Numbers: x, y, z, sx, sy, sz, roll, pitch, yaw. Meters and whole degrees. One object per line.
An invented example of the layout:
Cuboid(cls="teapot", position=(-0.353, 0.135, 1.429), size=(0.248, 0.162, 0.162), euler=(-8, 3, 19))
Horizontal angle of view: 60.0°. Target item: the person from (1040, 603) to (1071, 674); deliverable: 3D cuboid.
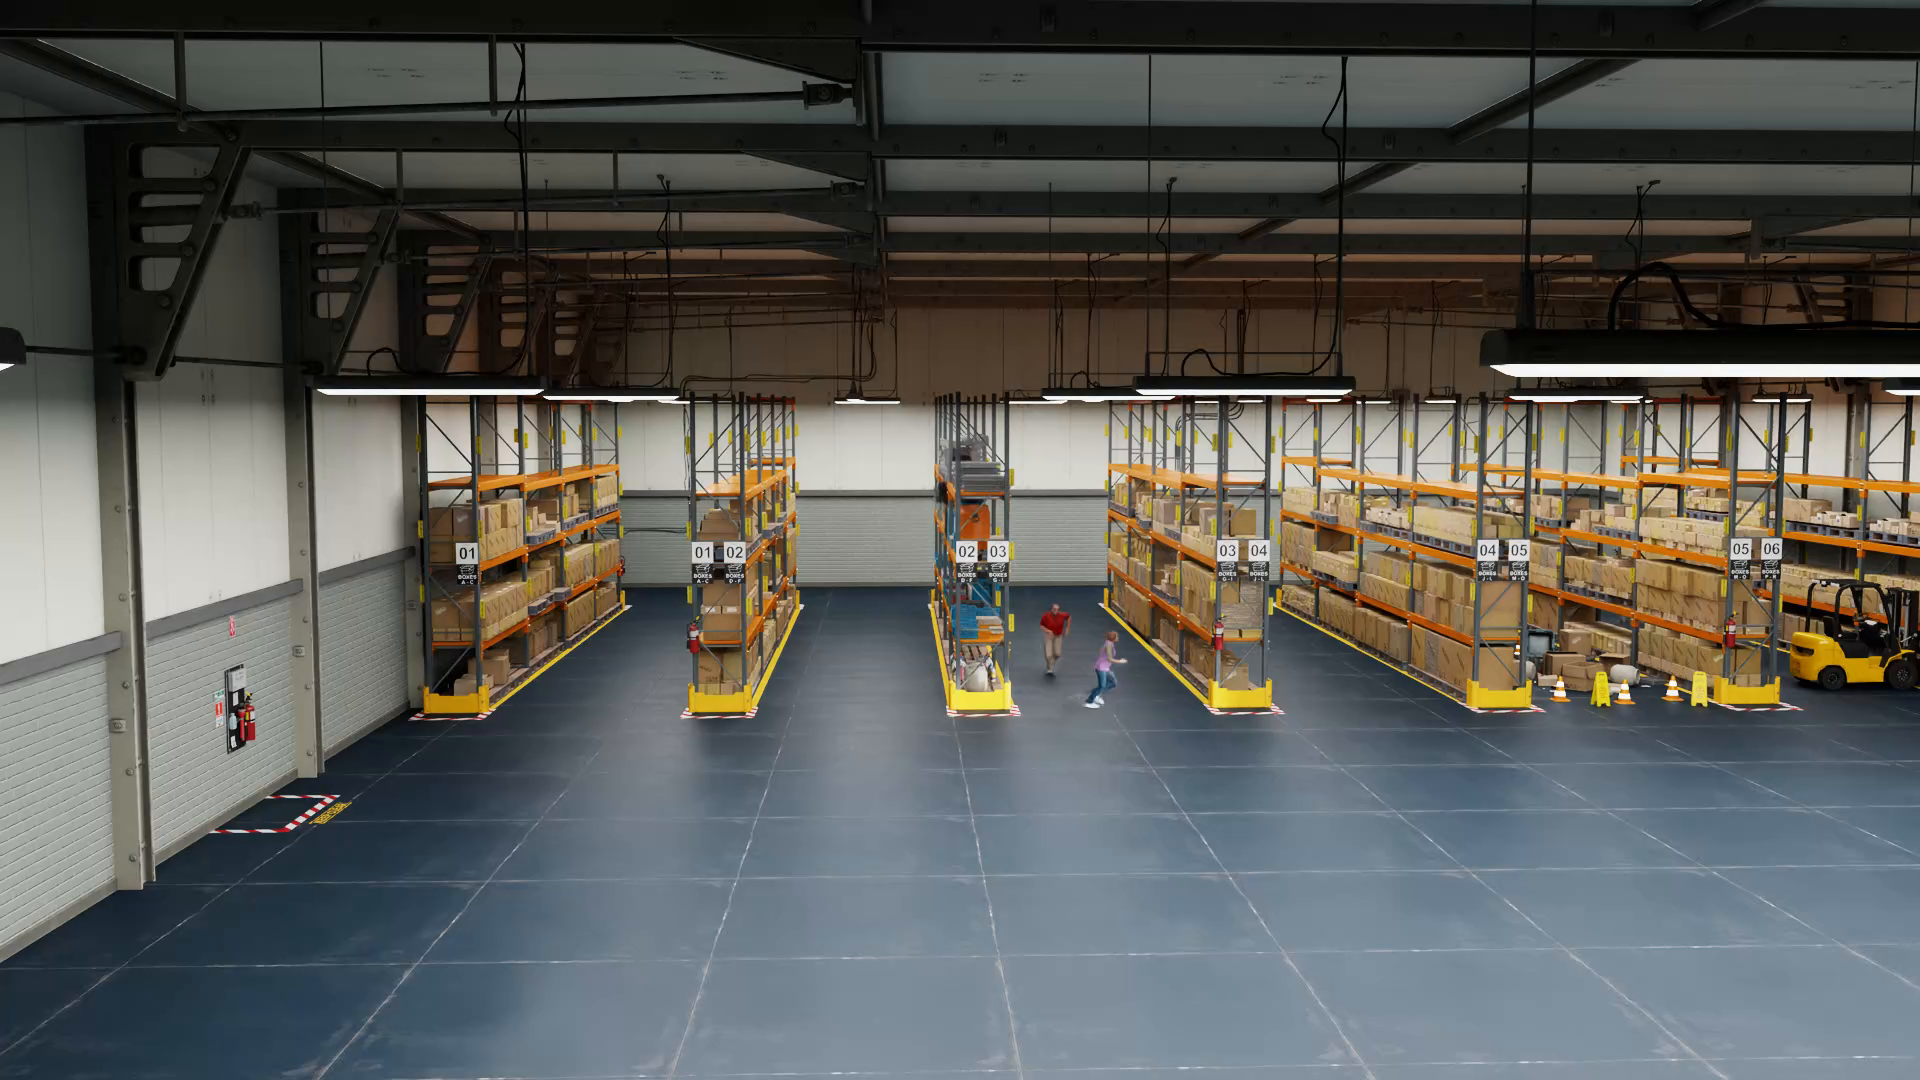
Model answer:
Cuboid(cls="person", position=(2.045, 2.105, 35.398), size=(0.691, 1.562, 0.830), euler=(0, 5, -6))

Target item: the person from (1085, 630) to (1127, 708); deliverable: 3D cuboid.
Cuboid(cls="person", position=(2.777, 2.452, 31.560), size=(0.798, 1.504, 0.527), euler=(1, 5, 15))

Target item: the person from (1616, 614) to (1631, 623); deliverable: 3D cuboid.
Cuboid(cls="person", position=(17.626, 1.411, 44.010), size=(0.605, 1.612, 0.656), euler=(-2, 5, -26))
